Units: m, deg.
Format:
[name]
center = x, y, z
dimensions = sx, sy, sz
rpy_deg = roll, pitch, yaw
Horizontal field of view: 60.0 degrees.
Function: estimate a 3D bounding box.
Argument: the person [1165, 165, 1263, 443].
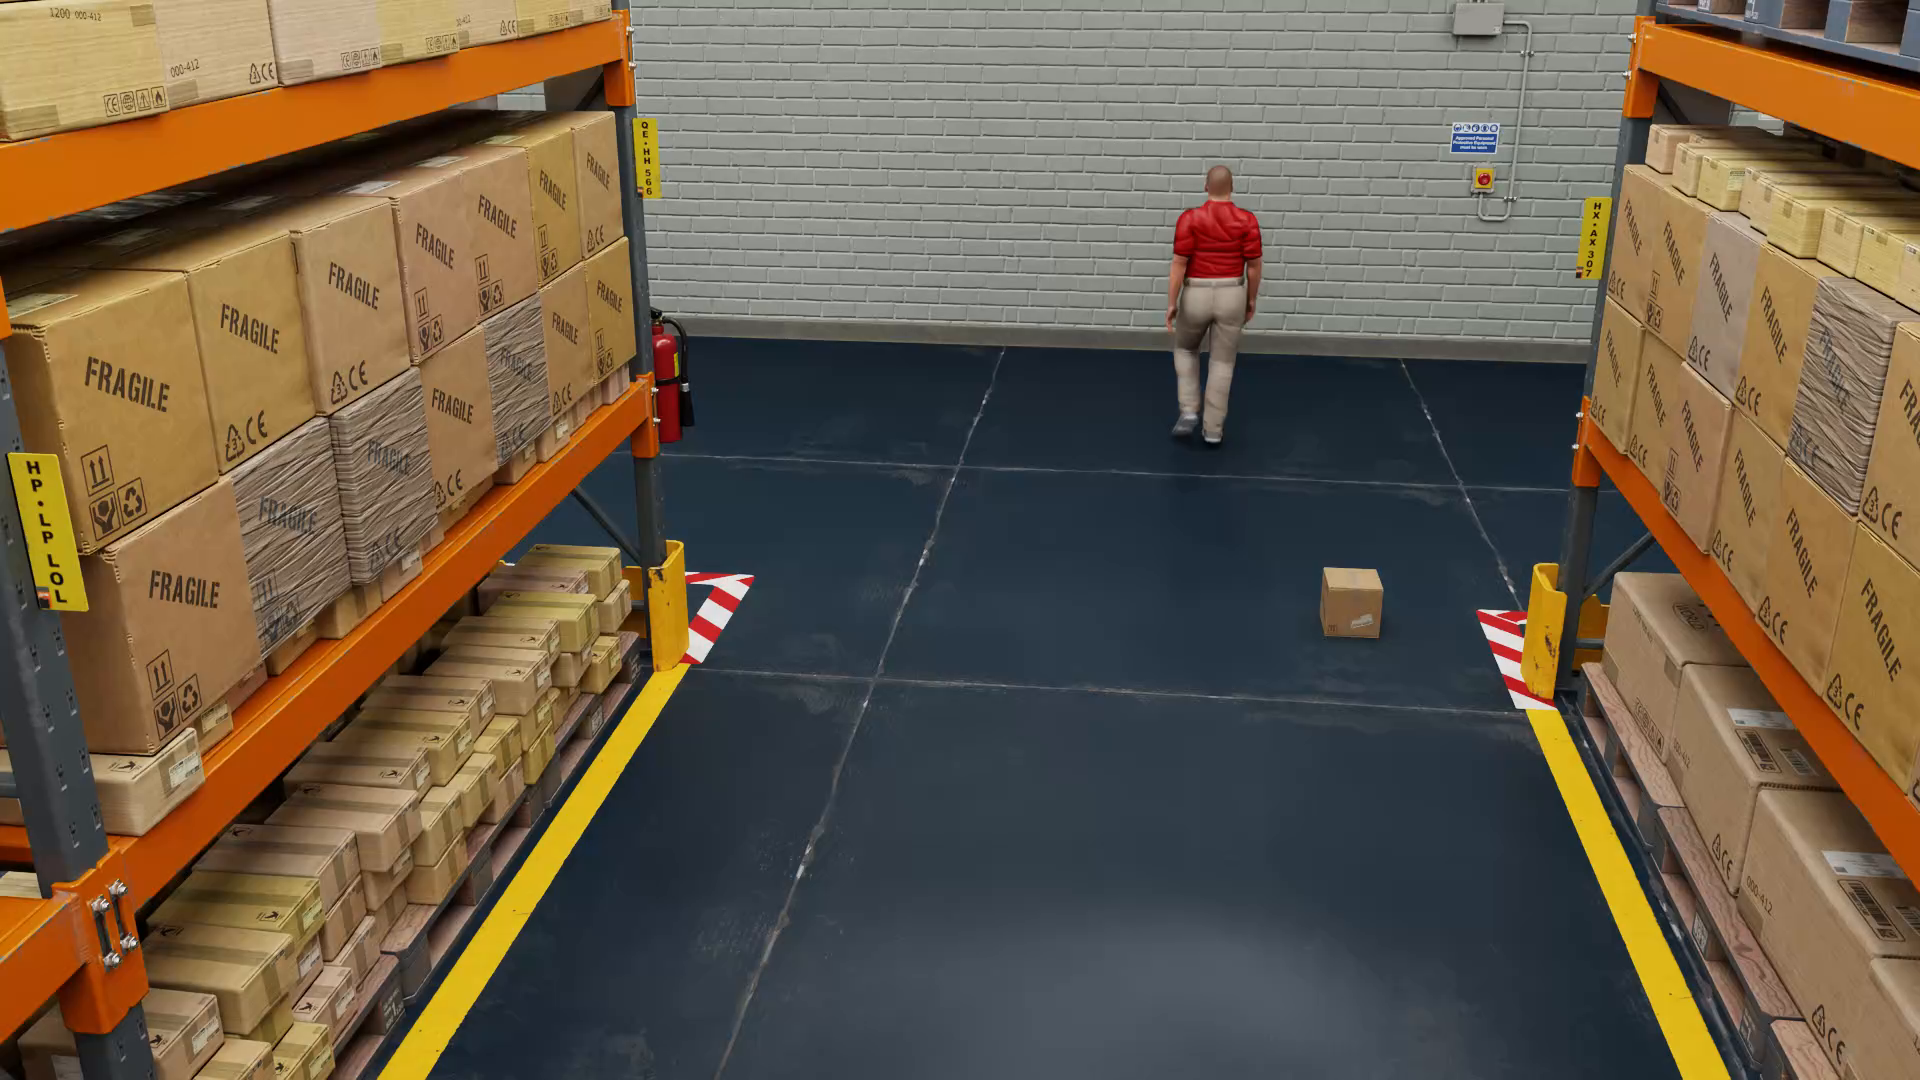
[person]
center = 1.577, -1.437, 10.396
dimensions = 0.577, 1.805, 0.509
rpy_deg = 3, 21, 7
